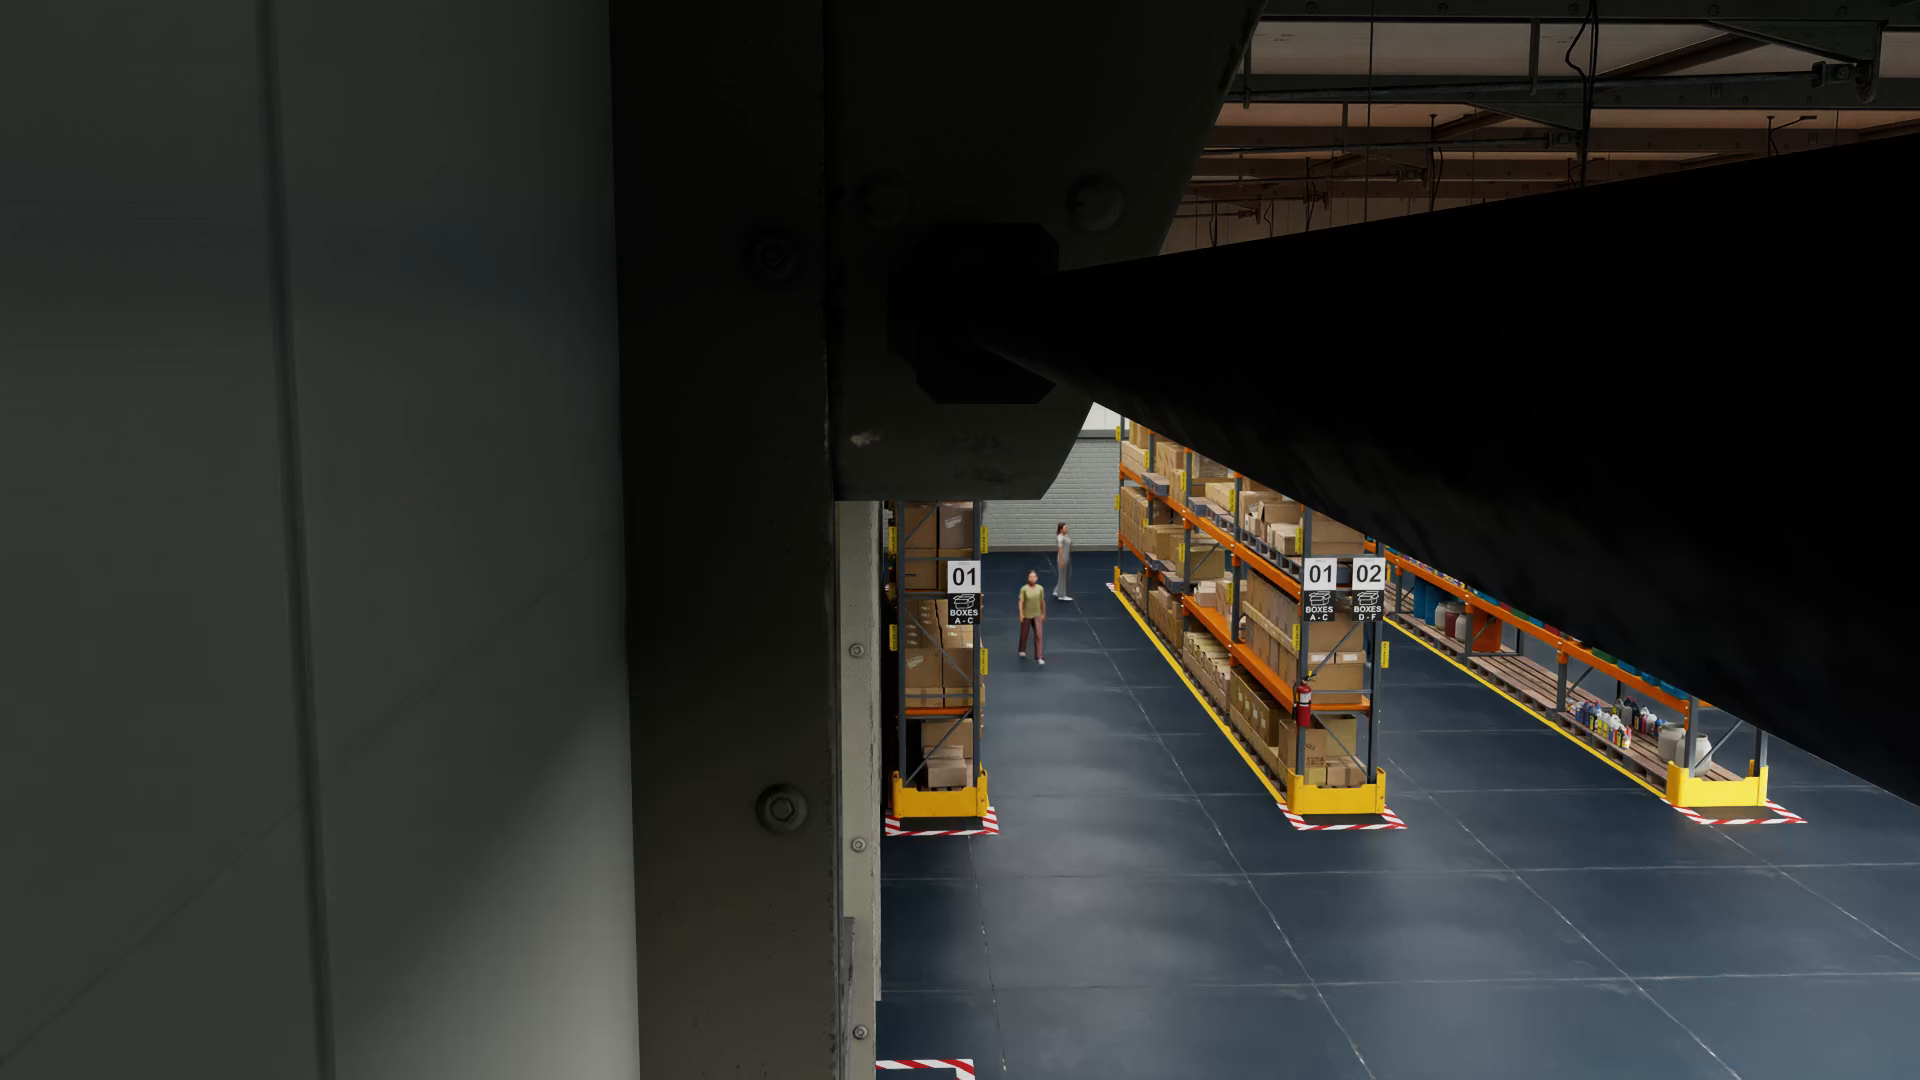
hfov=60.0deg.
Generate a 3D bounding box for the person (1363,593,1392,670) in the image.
[{"bbox_3d":[7.200,1.435,28.839,0.505,1.582,0.655,0,8,0],"label":"person"}]

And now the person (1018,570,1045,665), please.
[{"bbox_3d":[1.274,1.334,29.159,0.529,1.620,1.015,-2,8,-11],"label":"person"}]

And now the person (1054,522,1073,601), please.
[{"bbox_3d":[2.192,0.441,35.233,0.448,1.674,0.512,4,9,23],"label":"person"}]
